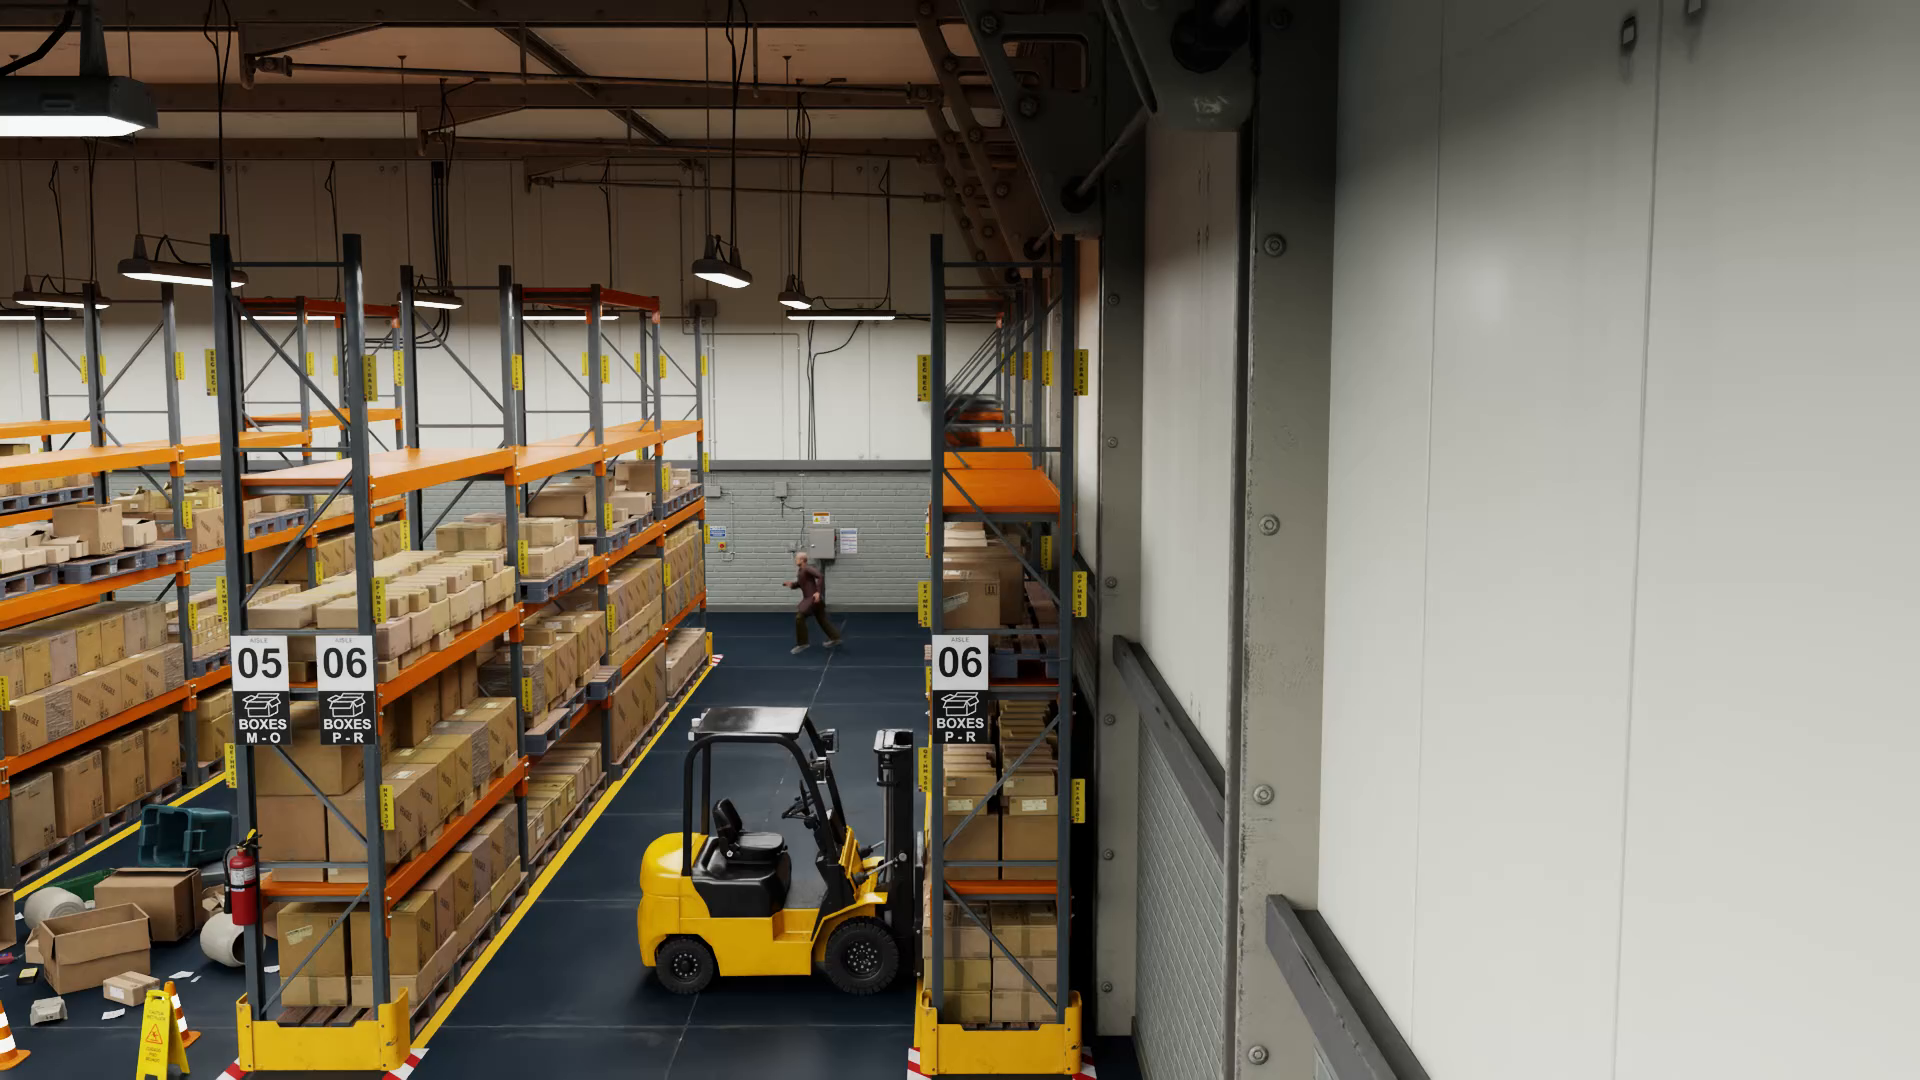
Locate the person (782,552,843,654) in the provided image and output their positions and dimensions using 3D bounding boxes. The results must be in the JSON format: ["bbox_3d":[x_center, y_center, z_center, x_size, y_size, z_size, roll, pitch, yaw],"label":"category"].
[{"bbox_3d":[-2.582,1.087,29.128,1.061,1.759,0.680,-1,6,-5],"label":"person"}]
